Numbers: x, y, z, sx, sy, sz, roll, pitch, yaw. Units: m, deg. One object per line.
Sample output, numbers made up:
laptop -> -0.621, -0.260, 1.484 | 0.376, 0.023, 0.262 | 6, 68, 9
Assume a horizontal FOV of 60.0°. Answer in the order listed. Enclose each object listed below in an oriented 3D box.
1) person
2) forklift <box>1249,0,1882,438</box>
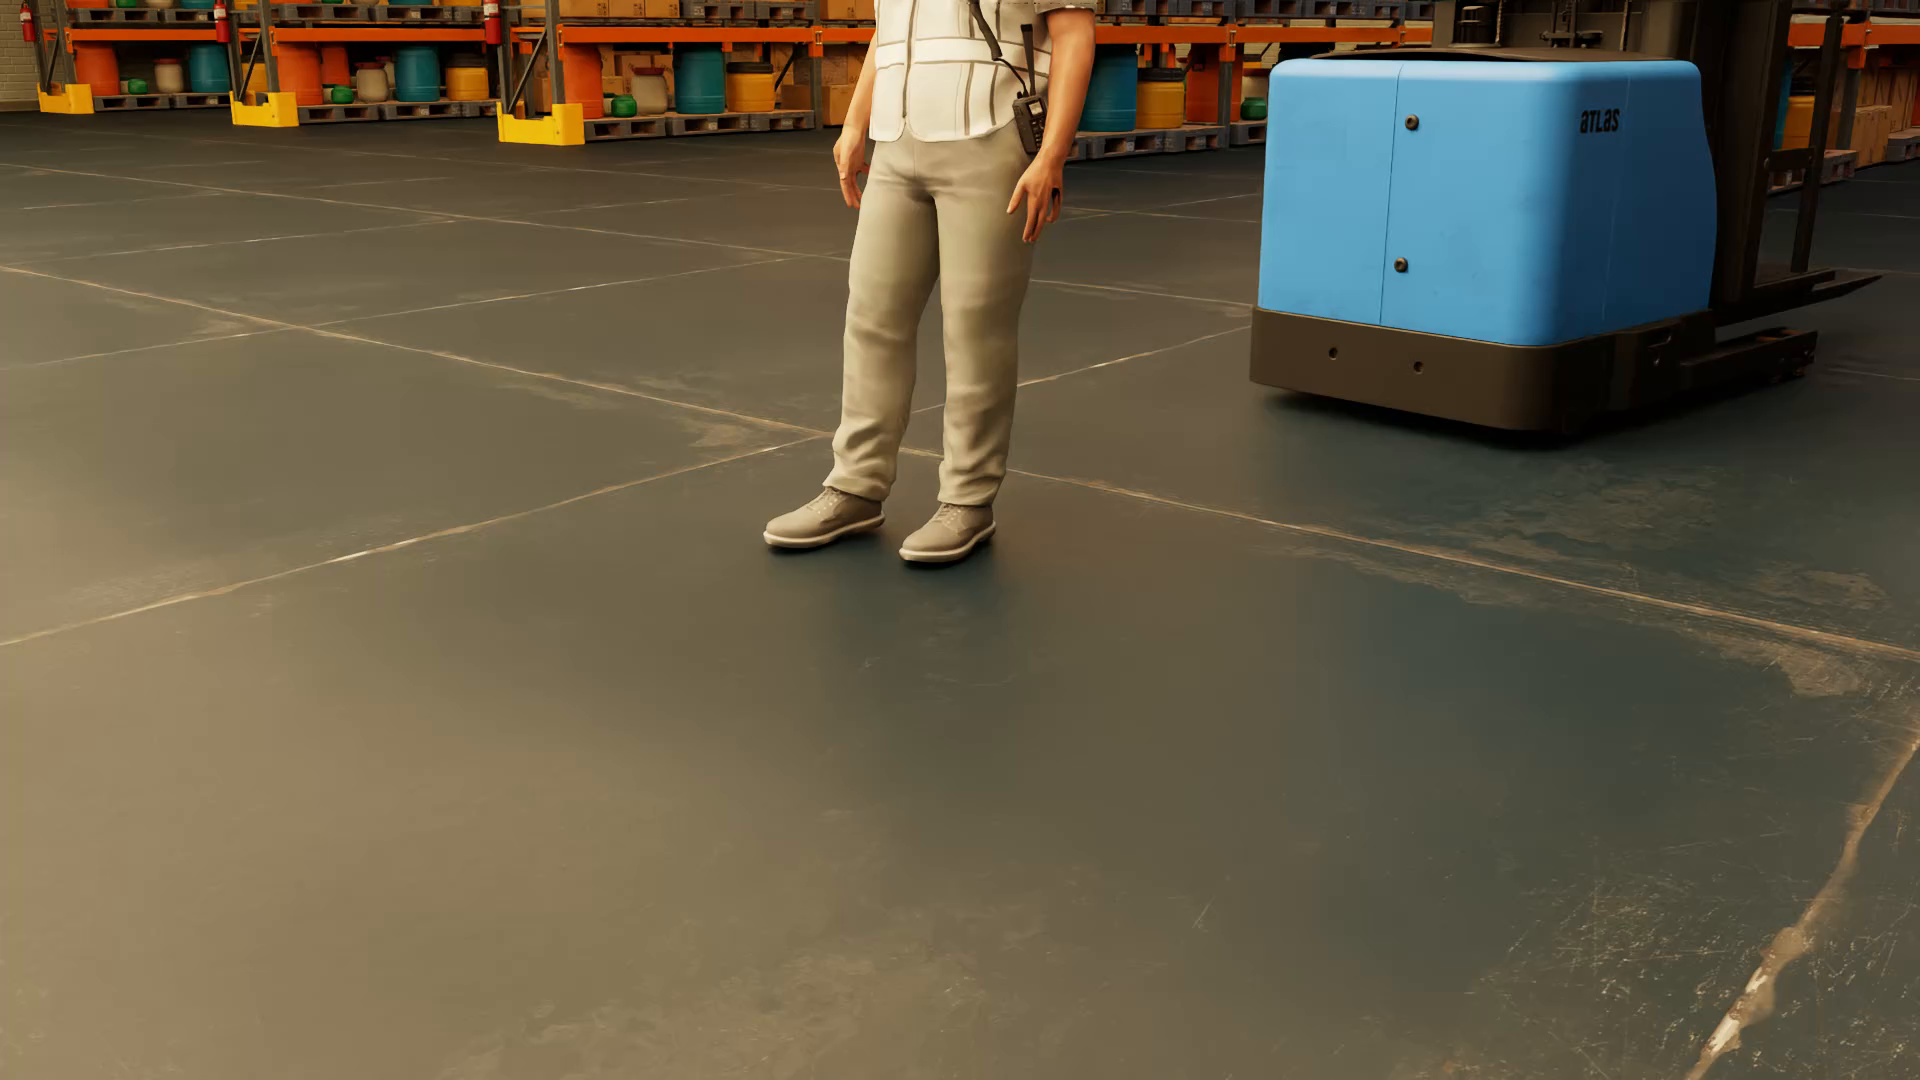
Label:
person -> -0.058, -0.845, 3.630 | 0.641, 1.781, 0.574 | 13, 21, 37
forklift -> 2.371, -2.037, 5.607 | 3.031, 2.935, 1.130 | -15, 22, -40
